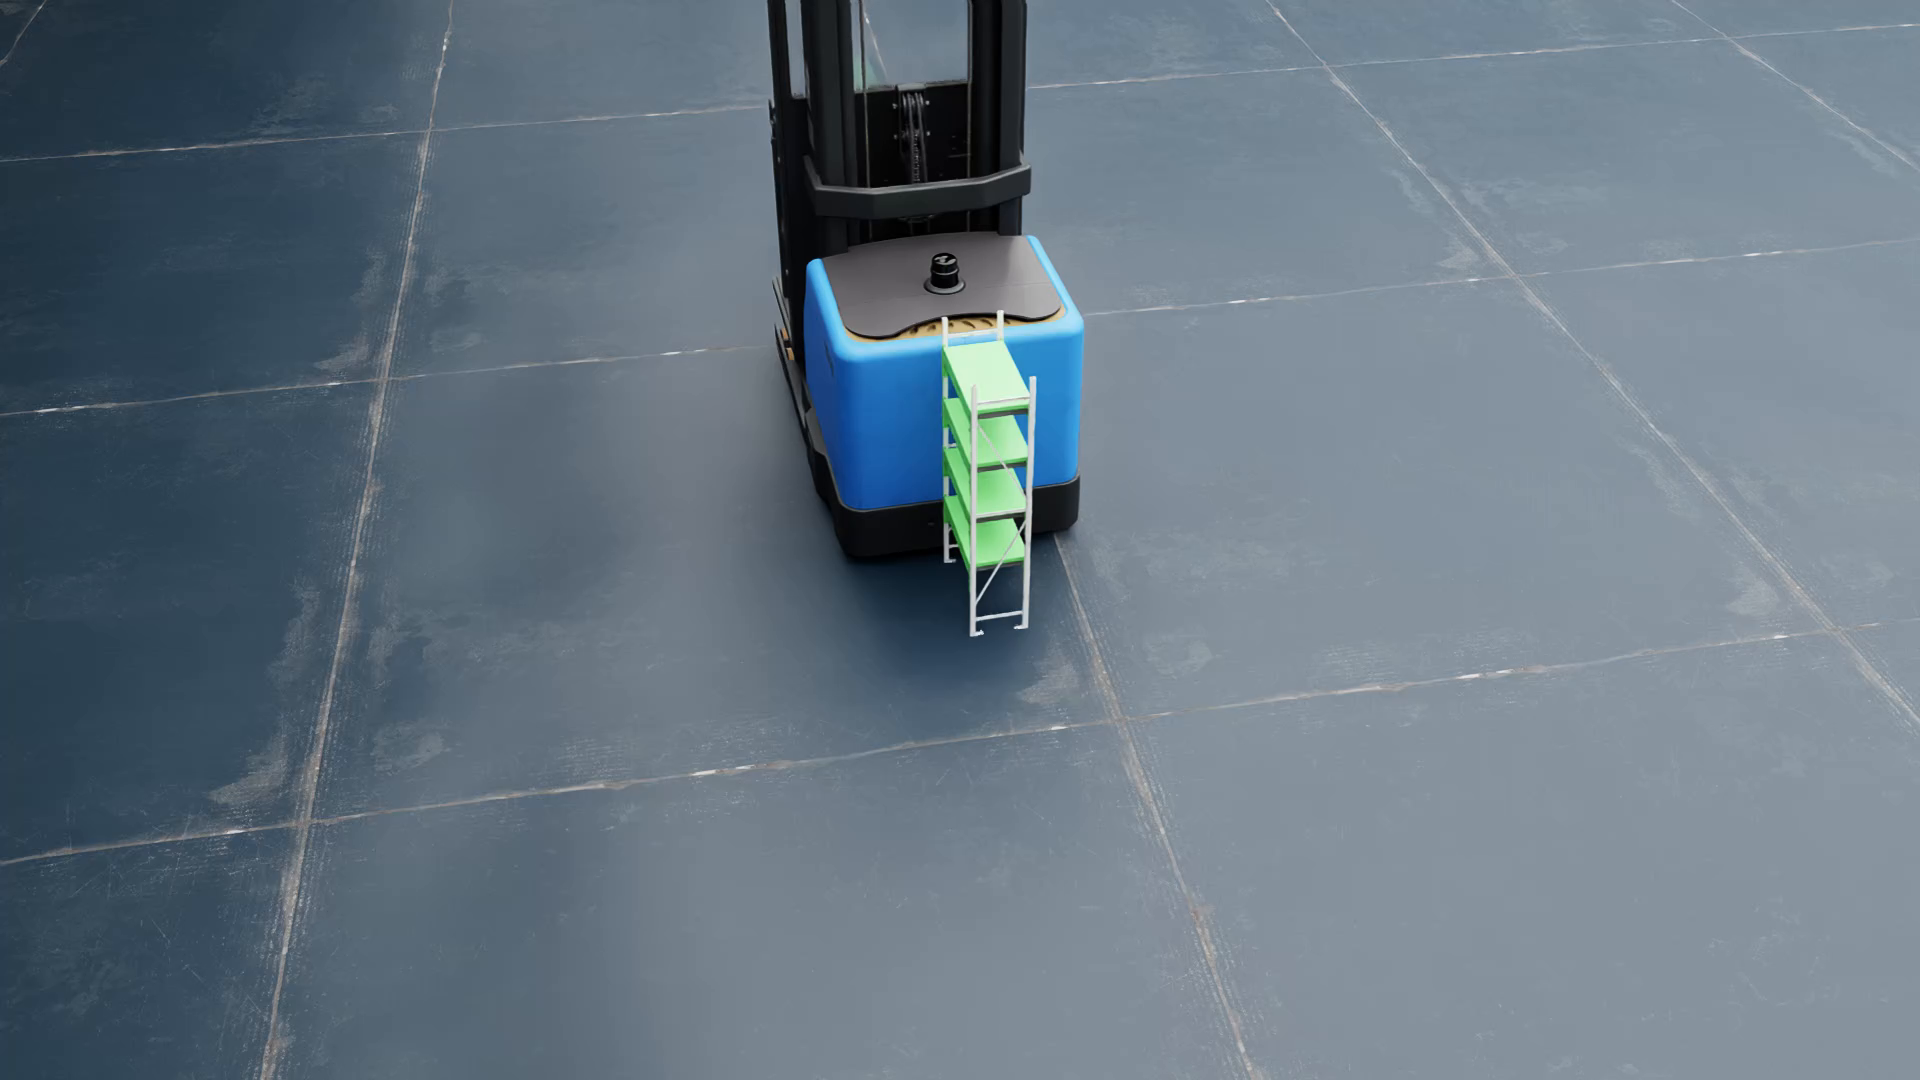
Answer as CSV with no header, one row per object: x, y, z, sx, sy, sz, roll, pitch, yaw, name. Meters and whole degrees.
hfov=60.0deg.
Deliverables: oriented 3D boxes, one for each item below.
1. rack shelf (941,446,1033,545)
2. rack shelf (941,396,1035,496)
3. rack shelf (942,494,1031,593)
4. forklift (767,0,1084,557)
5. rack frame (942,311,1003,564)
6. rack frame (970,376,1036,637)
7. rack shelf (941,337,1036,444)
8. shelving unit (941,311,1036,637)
0.103,-0.197,6.630,0.258,0.148,0.480,-8,39,-10,rack shelf
0.103,-0.387,6.483,0.258,0.148,0.480,-8,39,-10,rack shelf
0.103,-0.007,6.777,0.258,0.148,0.480,-8,39,-10,rack shelf
-0.313,-1.993,7.426,1.130,2.935,3.031,-8,39,-10,forklift
0.049,-0.393,6.778,0.240,1.200,0.015,-8,39,-10,rack frame
0.158,-0.102,6.403,0.240,1.200,0.015,-8,39,-10,rack frame
0.103,-0.576,6.335,0.258,0.148,0.480,-8,39,-10,rack shelf
0.103,-0.247,6.591,0.258,1.200,0.503,-8,39,-10,shelving unit
